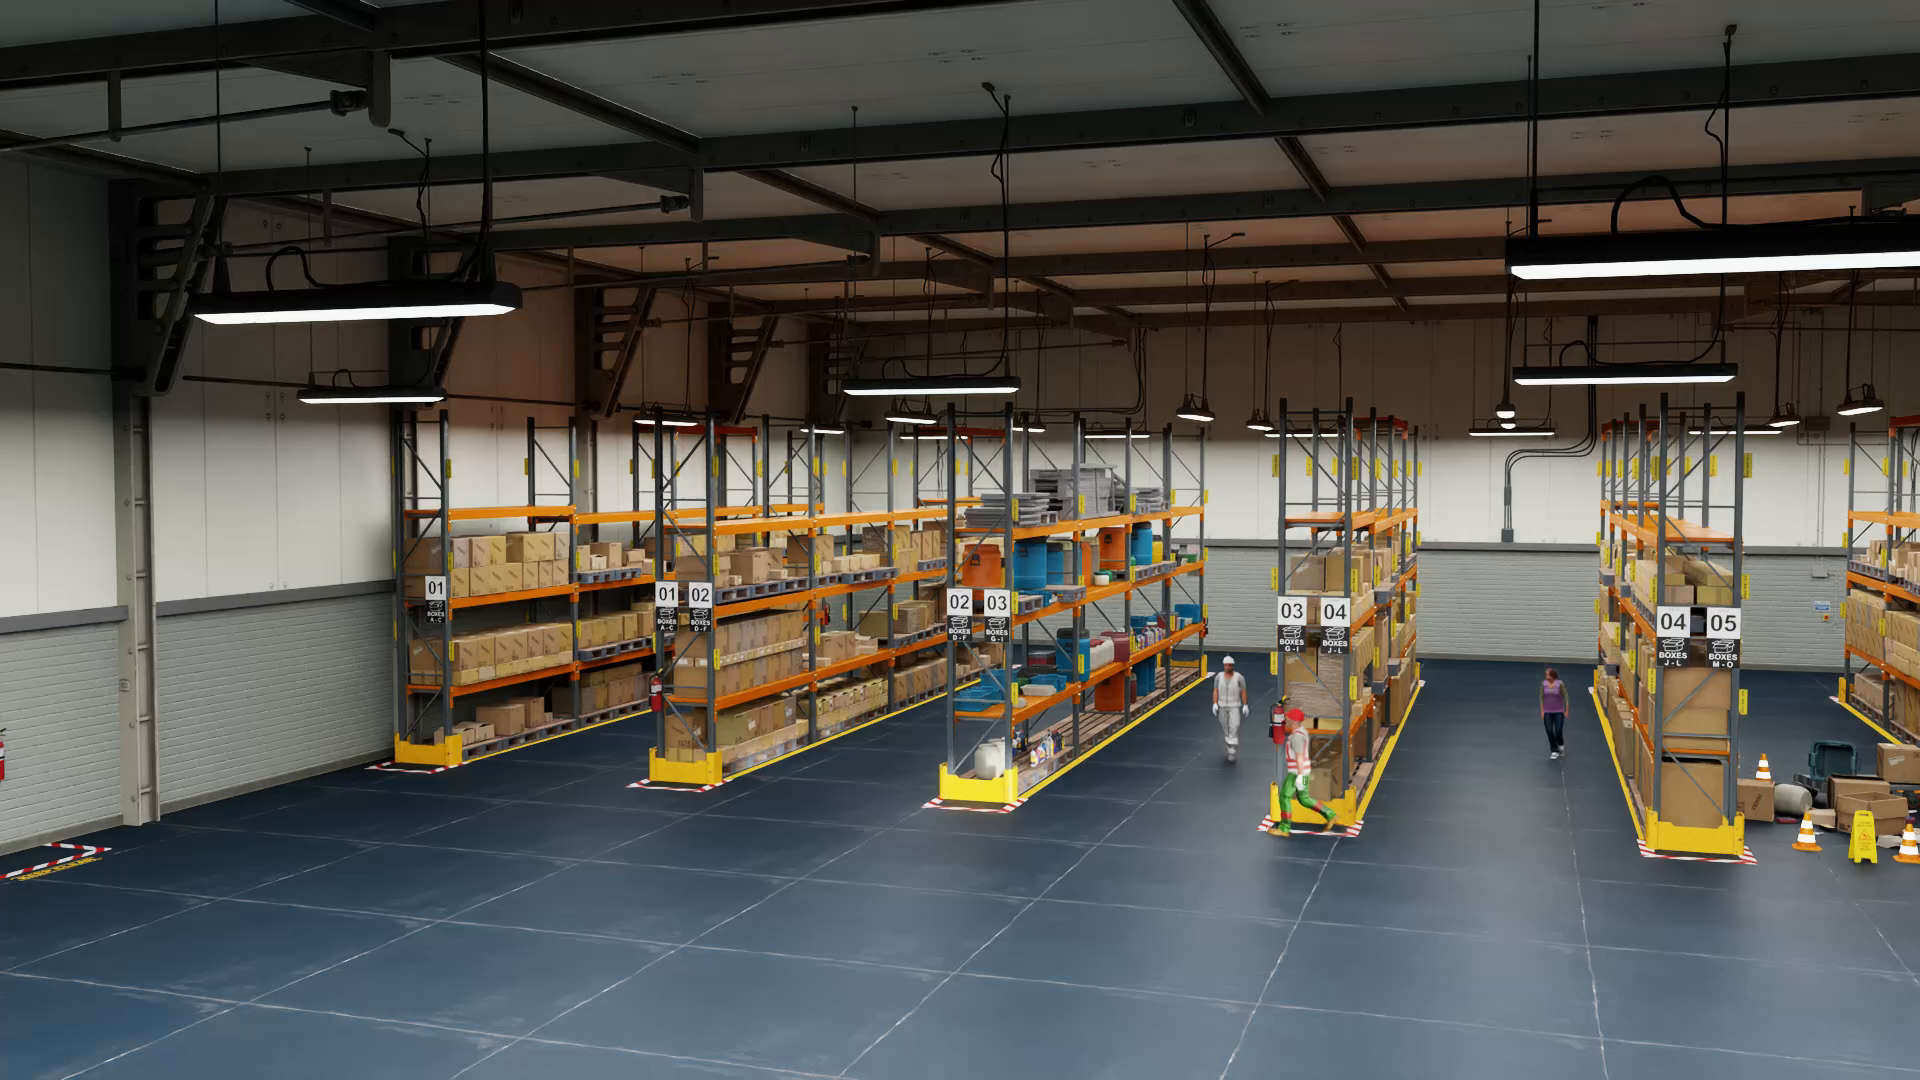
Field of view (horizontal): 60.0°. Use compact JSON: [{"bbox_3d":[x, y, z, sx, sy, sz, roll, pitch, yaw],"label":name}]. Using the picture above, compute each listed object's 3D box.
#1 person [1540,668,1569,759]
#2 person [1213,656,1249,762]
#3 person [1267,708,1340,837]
[{"bbox_3d":[10.291,2.986,28.778,0.499,1.578,0.456,2,3,34],"label":"person"},{"bbox_3d":[4.619,2.873,28.537,0.587,1.742,0.925,1,3,27],"label":"person"},{"bbox_3d":[4.662,3.153,22.529,0.967,1.755,0.614,1,3,15],"label":"person"}]
